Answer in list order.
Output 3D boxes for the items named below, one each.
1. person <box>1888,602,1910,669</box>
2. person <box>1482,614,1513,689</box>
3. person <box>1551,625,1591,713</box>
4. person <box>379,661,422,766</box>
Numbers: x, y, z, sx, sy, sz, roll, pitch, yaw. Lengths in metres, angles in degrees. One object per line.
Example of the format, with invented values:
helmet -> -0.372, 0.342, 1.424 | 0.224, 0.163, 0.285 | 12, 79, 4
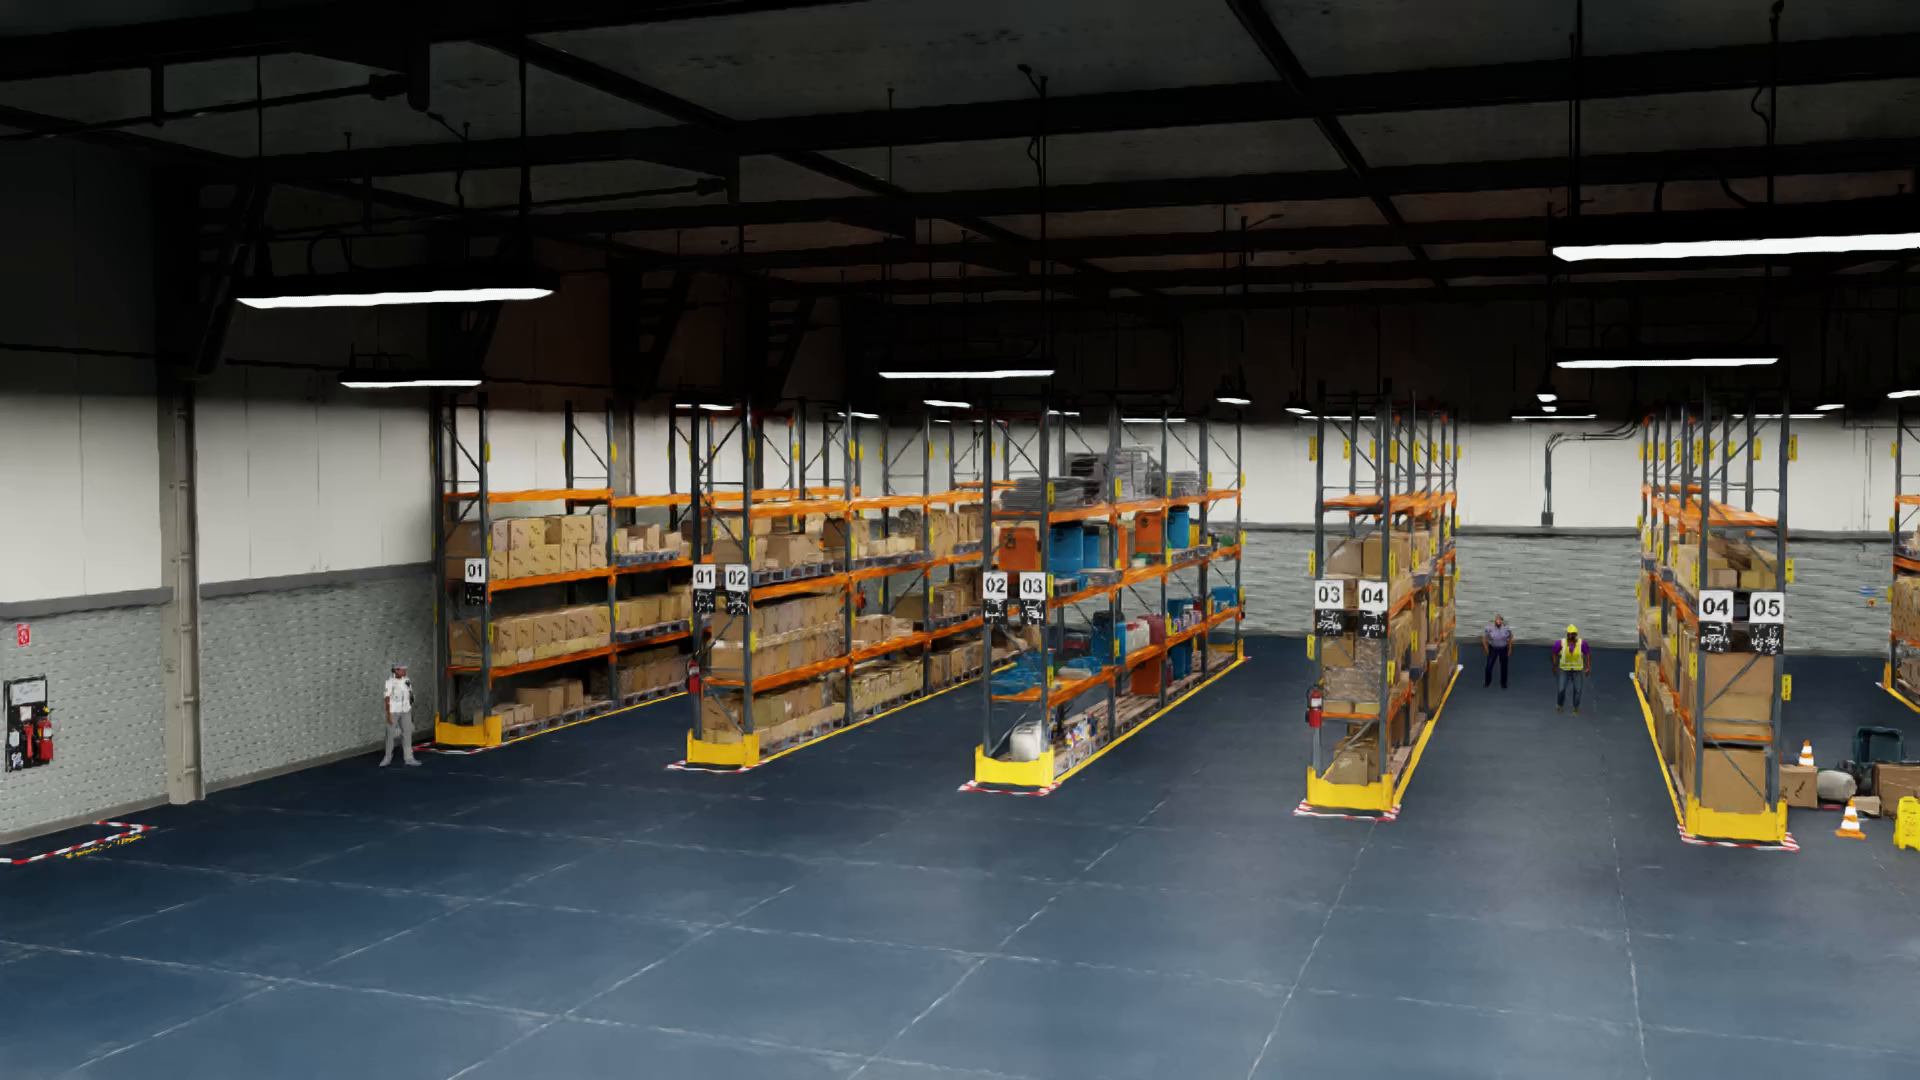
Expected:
person -> 21.060, 2.195, 37.254 | 0.568, 1.662, 0.507 | -1, 3, -22
person -> 11.346, 2.345, 35.096 | 0.625, 1.596, 0.517 | 1, 3, 17
person -> 11.652, 2.463, 31.736 | 0.719, 1.714, 0.572 | 1, 3, 18
person -> -8.946, 2.755, 26.468 | 0.587, 1.677, 0.469 | -3, 4, -44
